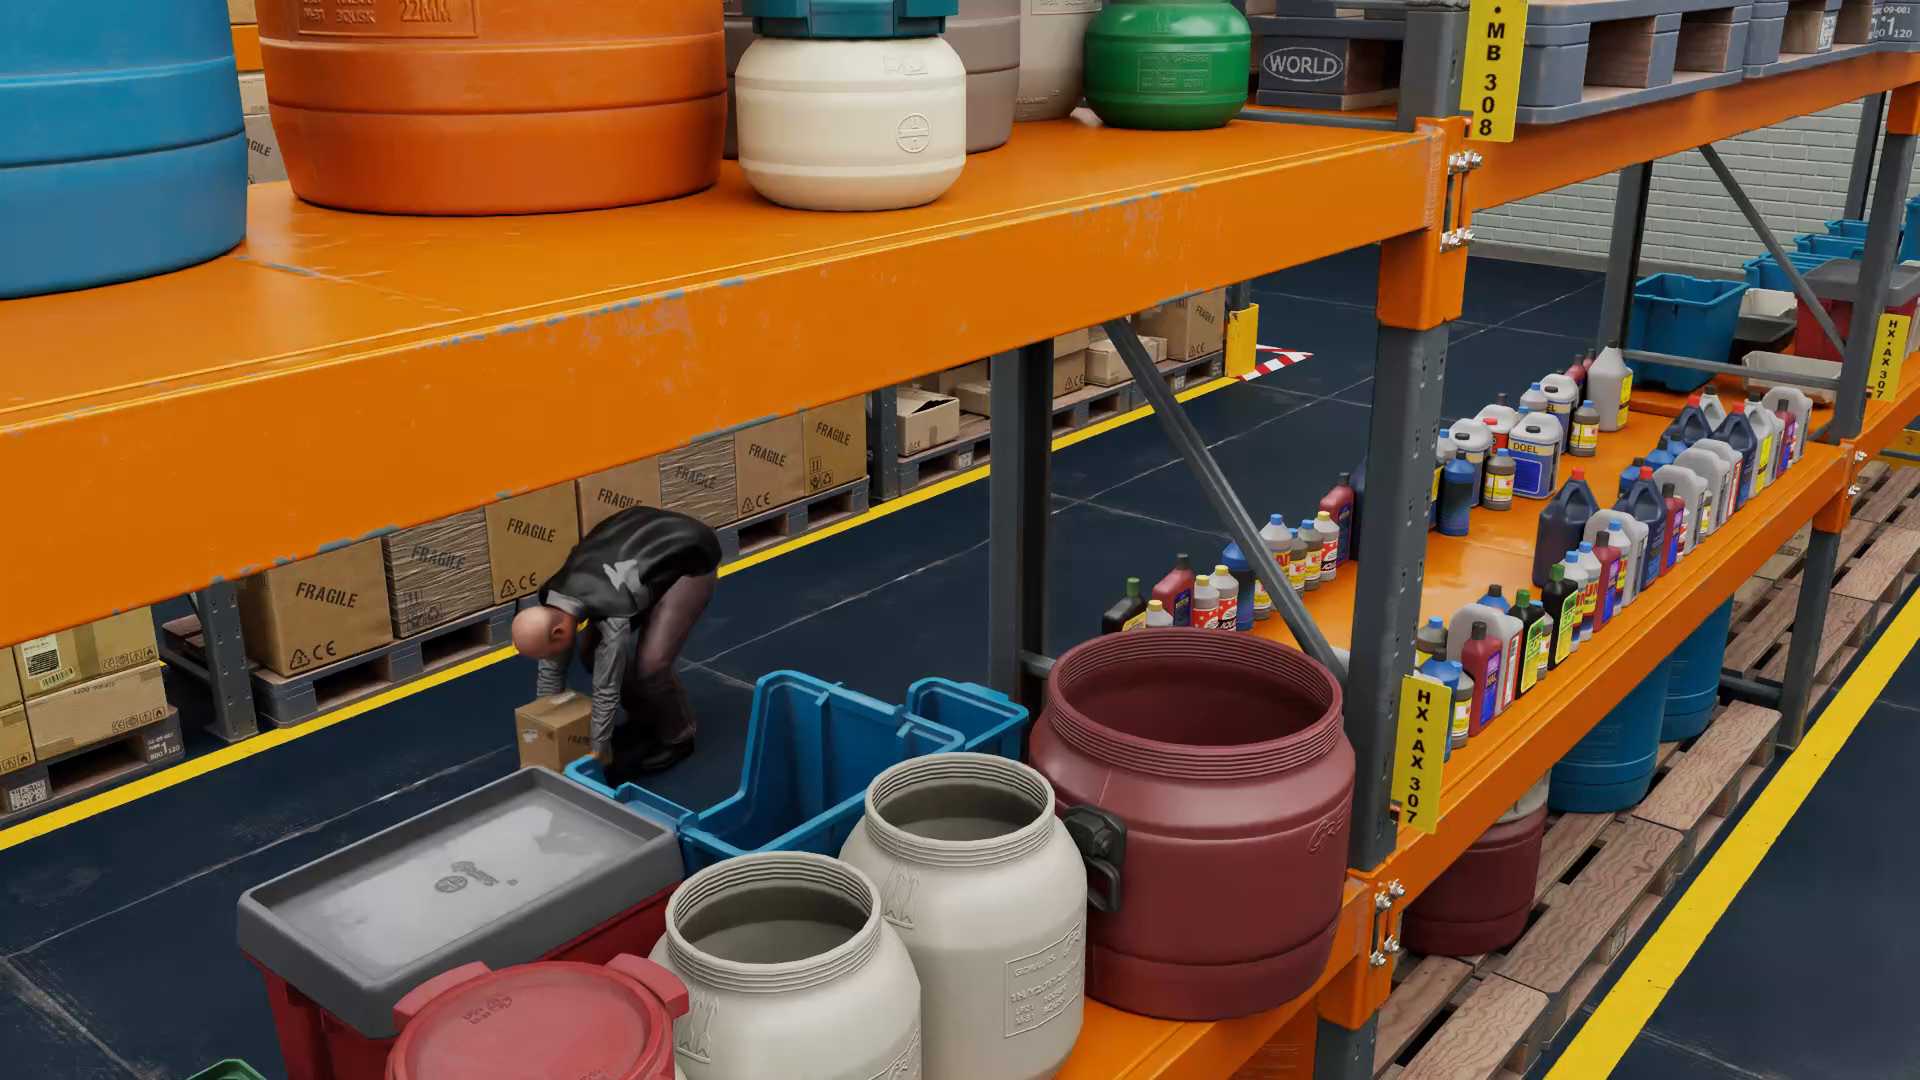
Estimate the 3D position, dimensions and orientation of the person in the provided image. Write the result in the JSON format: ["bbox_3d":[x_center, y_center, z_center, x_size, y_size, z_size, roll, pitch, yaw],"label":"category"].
[{"bbox_3d":[-1.342,0.416,6.500,0.489,1.014,0.948,14,24,34],"label":"person"}]
